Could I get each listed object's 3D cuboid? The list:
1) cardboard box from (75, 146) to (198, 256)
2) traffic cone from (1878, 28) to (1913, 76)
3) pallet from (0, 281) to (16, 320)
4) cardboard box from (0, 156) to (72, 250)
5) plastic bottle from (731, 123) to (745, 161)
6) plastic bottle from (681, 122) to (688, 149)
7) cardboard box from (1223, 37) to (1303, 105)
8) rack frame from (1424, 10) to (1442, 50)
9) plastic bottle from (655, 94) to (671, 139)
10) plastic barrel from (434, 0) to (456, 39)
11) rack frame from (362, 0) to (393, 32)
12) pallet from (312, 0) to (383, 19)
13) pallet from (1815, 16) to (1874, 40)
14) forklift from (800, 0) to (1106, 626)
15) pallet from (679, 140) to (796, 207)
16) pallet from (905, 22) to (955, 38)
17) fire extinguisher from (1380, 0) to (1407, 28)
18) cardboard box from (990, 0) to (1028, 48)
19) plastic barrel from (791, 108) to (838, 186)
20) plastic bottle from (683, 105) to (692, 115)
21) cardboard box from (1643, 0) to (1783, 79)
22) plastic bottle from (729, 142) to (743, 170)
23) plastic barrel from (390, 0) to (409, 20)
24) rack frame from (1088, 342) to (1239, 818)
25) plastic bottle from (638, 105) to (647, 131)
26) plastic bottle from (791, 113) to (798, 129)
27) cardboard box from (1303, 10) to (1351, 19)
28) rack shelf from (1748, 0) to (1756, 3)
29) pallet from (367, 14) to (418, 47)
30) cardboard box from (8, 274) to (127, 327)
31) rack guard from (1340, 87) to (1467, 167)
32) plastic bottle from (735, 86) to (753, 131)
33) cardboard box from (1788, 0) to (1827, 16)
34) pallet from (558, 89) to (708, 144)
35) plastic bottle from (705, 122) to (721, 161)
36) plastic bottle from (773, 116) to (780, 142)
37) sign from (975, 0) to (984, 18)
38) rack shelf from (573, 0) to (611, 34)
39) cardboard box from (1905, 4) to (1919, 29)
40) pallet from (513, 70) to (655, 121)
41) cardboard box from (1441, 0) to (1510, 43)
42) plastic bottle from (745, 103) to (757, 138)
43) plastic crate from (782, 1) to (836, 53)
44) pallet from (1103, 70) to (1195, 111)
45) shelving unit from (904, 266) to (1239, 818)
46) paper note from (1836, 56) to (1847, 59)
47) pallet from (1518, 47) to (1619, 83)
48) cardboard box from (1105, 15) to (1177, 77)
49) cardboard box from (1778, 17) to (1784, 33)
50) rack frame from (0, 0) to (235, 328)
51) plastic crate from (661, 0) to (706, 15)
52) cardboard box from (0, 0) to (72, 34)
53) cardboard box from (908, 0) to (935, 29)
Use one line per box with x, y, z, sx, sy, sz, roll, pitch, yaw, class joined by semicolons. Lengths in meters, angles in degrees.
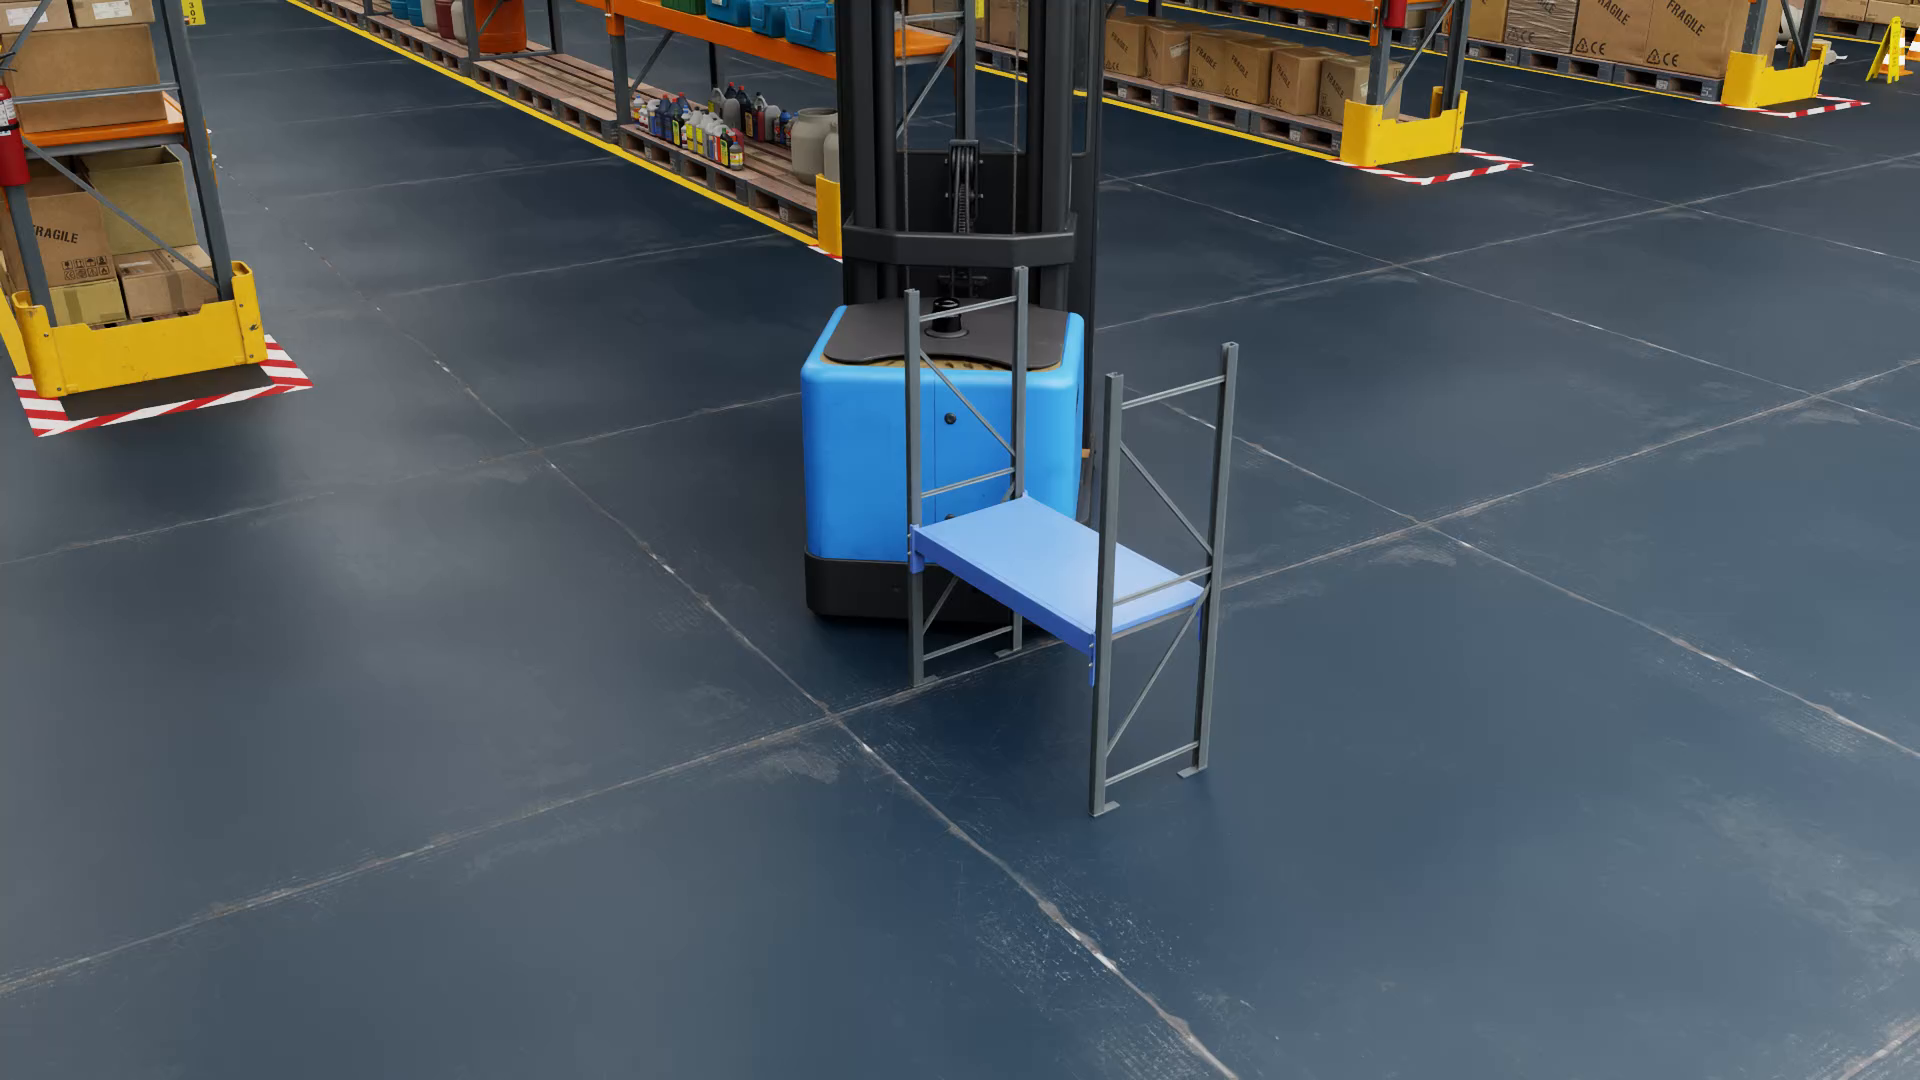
-4.878;-2.015;9.856;0.500;0.500;0.500;-16;29;-30;cardboard box
10.048;-5.250;17.829;0.336;0.463;0.334;-16;29;-30;traffic cone
-5.612;-1.746;10.702;1.003;0.211;1.213;-16;29;-30;pallet
-5.597;-2.070;9.972;0.500;0.500;0.500;-16;29;-30;cardboard box
-1.741;-3.108;12.986;0.061;0.283;0.133;-16;29;-30;plastic bottle
-2.198;-3.265;13.416;0.097;0.201;0.097;0;25;0;plastic bottle
2.797;-4.336;15.357;0.500;0.500;0.500;-13;28;-25;cardboard box
5.832;-7.165;18.915;1.000;3.000;0.127;-16;29;-30;rack frame
-2.436;-3.507;13.753;0.144;0.351;0.185;-15;29;-28;plastic bottle
-5.610;-5.996;18.771;0.600;0.588;0.708;-16;29;-30;plastic barrel
-6.896;-7.753;20.159;1.000;3.000;0.127;-16;29;-30;rack frame
-8.000;-7.183;22.218;1.003;0.211;1.213;-16;29;-30;pallet
10.991;-6.425;20.613;1.003;0.211;1.213;-16;29;-30;pallet
0.066;-1.592;7.188;1.130;2.935;3.031;3;25;5;forklift
-1.527;-2.944;13.238;1.003;0.211;1.213;-16;29;-30;pallet
-0.137;-5.935;19.576;1.003;0.211;1.213;-16;29;-30;pallet
3.481;-4.432;13.214;0.296;0.674;0.183;-16;29;-30;fire extinguisher
0.754;-5.714;18.253;0.700;0.500;0.500;-18;31;-34;cardboard box
-1.042;-2.922;12.349;0.421;0.512;0.421;0;25;0;plastic barrel
-2.255;-3.447;13.719;0.097;0.271;0.097;0;25;0;plastic bottle
7.590;-5.191;16.729;0.875;0.875;0.875;-15;29;-29;cardboard box
-1.715;-2.949;12.746;0.097;0.201;0.097;0;25;0;plastic bottle
-6.613;-6.795;20.097;0.600;0.901;0.708;-16;29;-30;plastic barrel
0.624;0.150;5.176;0.500;1.500;0.032;-17;30;-32;rack frame
-2.666;-3.572;14.066;0.097;0.201;0.097;0;25;0;plastic bottle
-1.315;-3.305;13.419;0.097;0.271;0.097;0;25;0;plastic bottle
4.894;-6.885;20.464;1.050;0.750;0.750;-16;29;-30;cardboard box
6.924;-6.125;17.553;1.077;0.370;4.000;-16;29;-30;rack shelf
-6.510;-6.206;20.149;1.003;0.211;1.213;-16;29;-30;pallet
-5.038;-1.377;9.382;0.500;0.250;0.500;-16;29;-30;cardboard box
3.763;-3.512;14.103;1.175;0.500;0.348;-16;29;-30;rack guard
-1.831;-3.661;14.078;0.144;0.351;0.185;-17;30;-32;plastic bottle
10.613;-6.650;20.552;0.500;0.250;0.500;-16;30;-30;cardboard box
-2.990;-3.902;15.269;1.003;0.211;1.213;-16;29;-30;pallet
-1.905;-3.129;13.039;0.152;0.276;0.135;-16;30;-31;plastic bottle
-1.482;-3.383;13.664;0.097;0.201;0.097;0;25;0;plastic bottle
0.118;-3.712;11.276;0.100;0.325;0.005;-16;29;-30;sign
-3.620;-5.281;15.767;1.077;0.370;4.000;-16;29;-30;rack shelf
11.428;-6.106;19.399;0.500;0.250;0.500;-16;29;-30;cardboard box
-3.660;-4.339;16.194;1.003;0.211;1.213;-16;29;-30;pallet
6.117;-6.153;18.768;0.875;0.875;0.875;-15;29;-29;cardboard box
-1.726;-3.482;13.778;0.061;0.283;0.133;-16;29;-30;plastic bottle
-0.869;-3.503;11.330;0.499;0.251;0.616;-16;29;-30;plastic crate
2.017;-4.553;16.647;1.003;0.211;1.213;-16;29;-30;pallet
0.324;-0.025;5.547;0.538;1.500;1.048;-17;30;-32;shelving unit
9.924;-5.456;18.772;0.142;0.019;0.148;18;31;33;paper note
6.852;-5.177;17.970;1.003;0.211;1.213;-16;29;-30;pallet
1.806;-4.953;16.664;0.500;0.500;0.500;-17;30;-31;cardboard box
9.028;-5.834;19.018;0.637;0.503;0.797;7;26;15;cardboard box
-4.497;-2.308;8.625;1.000;3.000;0.127;-16;29;-30;rack frame
-2.024;-4.244;12.975;0.450;0.188;0.662;-16;29;-30;plastic crate
-4.865;-2.738;8.660;0.380;0.149;0.250;-16;30;-30;cardboard box
-0.180;-6.310;19.515;0.700;0.500;0.500;-17;30;-32;cardboard box
